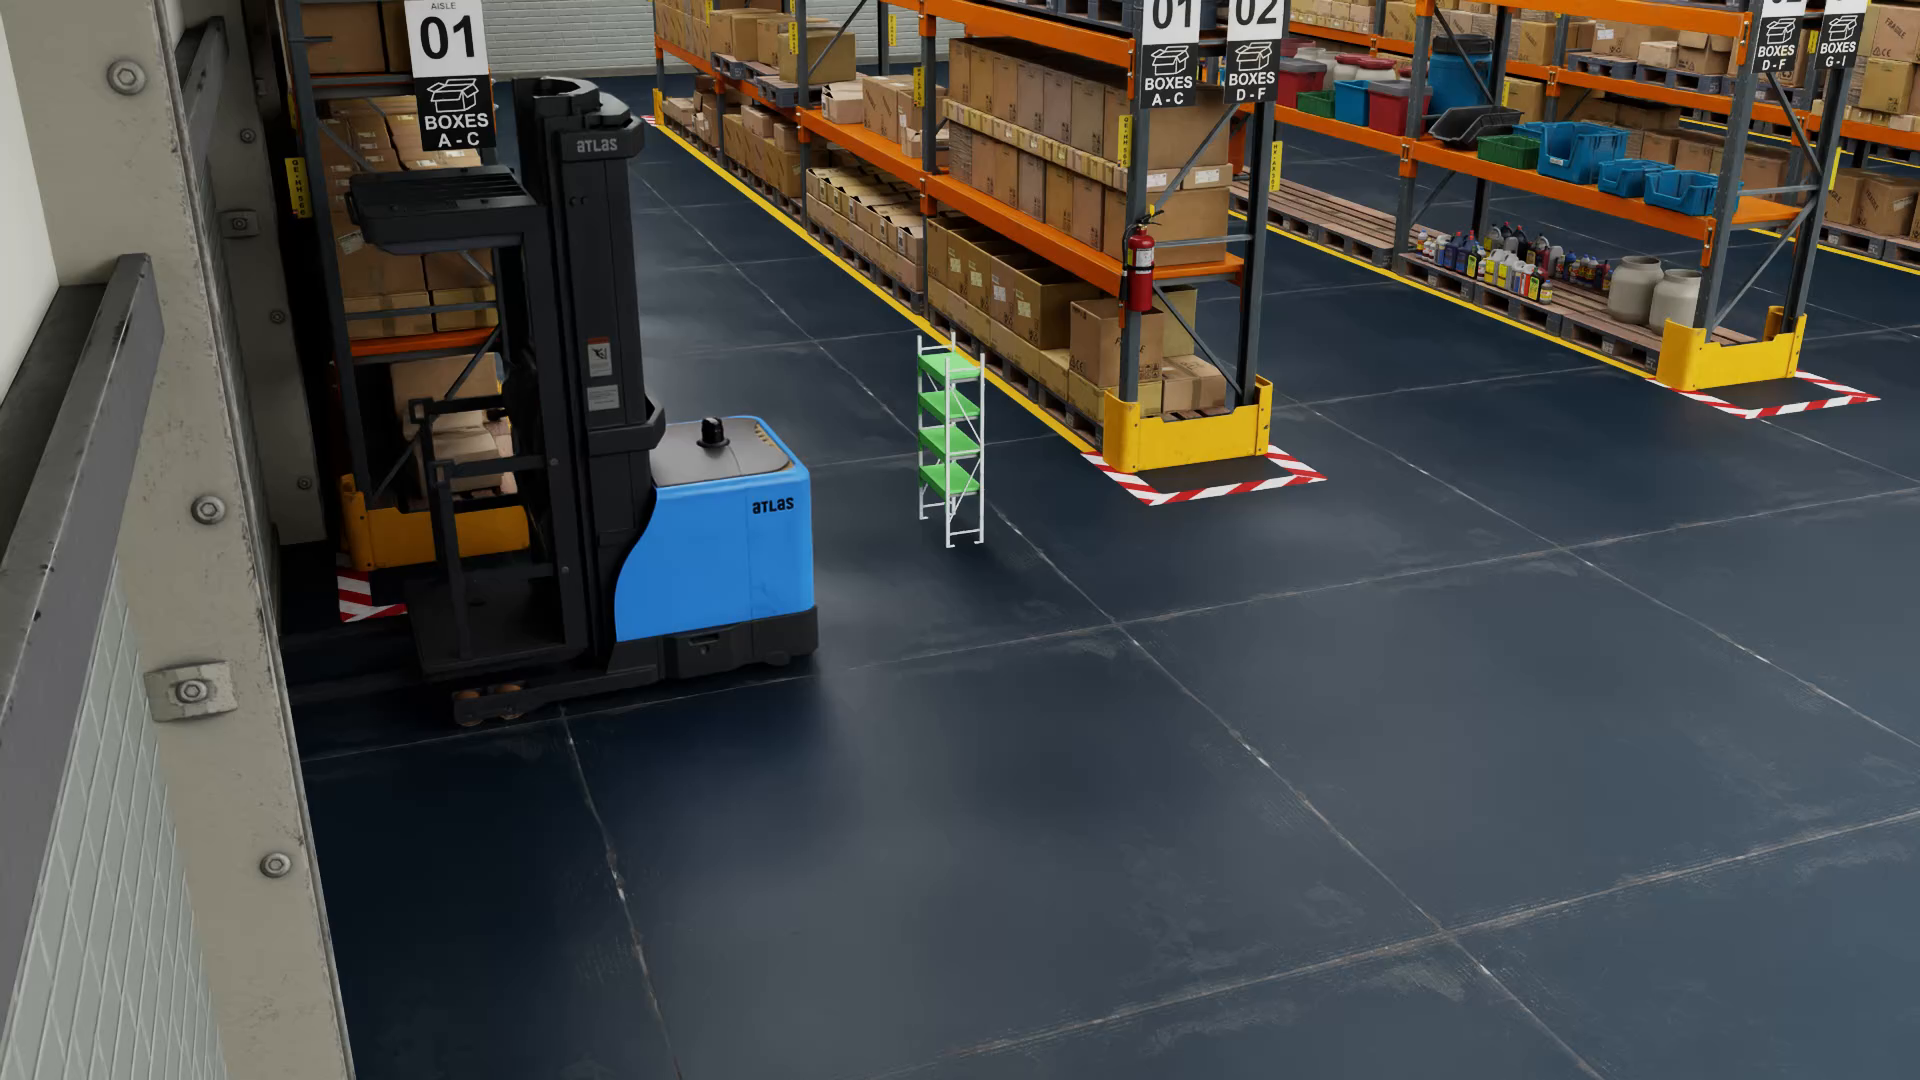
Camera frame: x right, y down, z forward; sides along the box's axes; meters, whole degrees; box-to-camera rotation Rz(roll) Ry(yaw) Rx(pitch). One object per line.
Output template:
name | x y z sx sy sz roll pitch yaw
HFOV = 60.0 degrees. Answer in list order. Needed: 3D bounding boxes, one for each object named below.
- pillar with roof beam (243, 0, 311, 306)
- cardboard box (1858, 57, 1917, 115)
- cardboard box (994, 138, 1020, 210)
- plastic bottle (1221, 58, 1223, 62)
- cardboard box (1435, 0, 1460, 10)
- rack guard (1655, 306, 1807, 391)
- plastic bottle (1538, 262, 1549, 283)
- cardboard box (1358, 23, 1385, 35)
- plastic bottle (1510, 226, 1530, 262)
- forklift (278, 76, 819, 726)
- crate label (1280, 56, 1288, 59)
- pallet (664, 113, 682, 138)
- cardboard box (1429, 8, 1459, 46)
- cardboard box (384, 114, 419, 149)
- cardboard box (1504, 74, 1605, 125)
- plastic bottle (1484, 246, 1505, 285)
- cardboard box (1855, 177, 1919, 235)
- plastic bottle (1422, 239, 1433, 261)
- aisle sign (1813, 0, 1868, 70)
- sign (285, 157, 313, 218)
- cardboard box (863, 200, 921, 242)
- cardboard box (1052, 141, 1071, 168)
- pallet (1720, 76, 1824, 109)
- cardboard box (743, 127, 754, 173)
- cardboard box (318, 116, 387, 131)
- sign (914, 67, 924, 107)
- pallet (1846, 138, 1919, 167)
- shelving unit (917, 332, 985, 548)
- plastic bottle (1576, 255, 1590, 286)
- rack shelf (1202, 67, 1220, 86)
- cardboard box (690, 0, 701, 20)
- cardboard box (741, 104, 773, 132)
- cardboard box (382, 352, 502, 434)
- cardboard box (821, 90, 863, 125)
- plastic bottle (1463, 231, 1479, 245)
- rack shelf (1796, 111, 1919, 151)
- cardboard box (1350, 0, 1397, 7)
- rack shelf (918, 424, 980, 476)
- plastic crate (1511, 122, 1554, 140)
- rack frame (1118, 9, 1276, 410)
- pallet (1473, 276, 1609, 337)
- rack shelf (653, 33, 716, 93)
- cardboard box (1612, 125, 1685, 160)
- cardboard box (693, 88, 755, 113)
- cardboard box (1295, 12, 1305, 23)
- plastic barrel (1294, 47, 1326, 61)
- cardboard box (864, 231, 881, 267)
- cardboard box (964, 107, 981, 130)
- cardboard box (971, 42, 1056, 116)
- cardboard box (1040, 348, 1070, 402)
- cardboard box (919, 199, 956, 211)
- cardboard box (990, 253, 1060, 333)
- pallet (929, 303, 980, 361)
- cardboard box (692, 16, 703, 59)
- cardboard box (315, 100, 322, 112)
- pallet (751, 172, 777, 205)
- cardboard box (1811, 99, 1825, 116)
pillar with roof beam | -2.209 -6.972 15.206 9.100 9.000 0.400 -8 24 -19
cardboard box | 9.673 -4.618 16.833 0.875 0.500 0.500 -8 24 -19
cardboard box | 0.688 -2.948 13.253 0.700 0.500 0.500 -8 24 -18
plastic bottle | 3.305 -5.940 20.736 0.097 0.201 0.097 0 23 0
cardboard box | 7.067 -7.727 23.300 0.797 0.503 0.637 -8 24 -18
rack guard | 6.137 -1.530 13.236 1.175 0.500 0.348 -8 24 -19
plastic bottle | 5.185 -2.329 14.844 0.061 0.283 0.133 -8 24 -19
cardboard box | 6.188 -7.650 24.862 0.380 0.149 0.250 -8 24 -19
plastic bottle | 5.360 -2.832 15.951 0.144 0.351 0.185 -10 25 -22
forklift | -2.313 -0.676 8.080 3.031 2.935 1.130 -9 24 -20
crate label | 3.480 -5.185 18.645 0.502 0.435 0.616 -8 24 -19
pallet | -3.771 -6.193 24.673 1.003 0.211 1.213 -8 24 -19
cardboard box | 6.886 -7.180 23.295 0.500 0.500 0.500 -9 24 -20
cardboard box | -4.017 -2.911 12.496 0.500 0.500 0.500 -8 24 -19
cardboard box | 7.791 -5.715 22.142 1.225 0.875 0.875 -10 25 -21
plastic bottle | 4.908 -2.523 15.217 0.144 0.351 0.185 -9 24 -19
cardboard box | 9.742 -3.477 17.316 0.500 0.500 0.500 -1 23 -2
plastic bottle | 4.533 -2.814 16.101 0.097 0.201 0.097 0 23 0
aisle sign | 6.507 -3.872 12.228 0.394 0.787 0.004 -8 24 -19
sign | -3.587 -1.911 9.025 0.100 0.325 0.005 -8 24 -19
cardboard box | -0.616 -3.098 16.016 0.500 0.311 0.500 -8 24 -19
cardboard box | 0.895 -2.815 12.102 0.380 0.149 0.250 -8 24 -17
pallet | 9.294 -5.003 18.504 1.003 0.211 1.213 -8 24 -19
cardboard box | -2.356 -4.809 20.450 0.500 0.500 0.500 -8 24 -18
cardboard box | -4.503 -2.841 12.330 0.500 0.500 0.500 -9 24 -20
sign | -0.345 -3.855 14.145 0.100 0.325 0.005 -8 24 -19
pallet | 12.899 -5.309 22.574 1.003 0.211 1.213 -8 24 -19
shelving unit | -0.058 -0.613 10.160 0.258 1.200 0.503 -8 24 -19
plastic bottle | 5.702 -2.468 15.191 0.097 0.271 0.097 0 23 0
rack shelf | 2.675 -5.962 21.461 1.077 0.370 4.000 -8 24 -19
cardboard box | -3.271 -7.183 22.015 0.500 0.500 0.500 -9 24 -20
cardboard box | -2.371 -5.166 20.332 0.500 0.250 0.500 -8 24 -19
cardboard box | -3.635 -1.096 11.641 0.700 0.500 0.500 -10 25 -22
cardboard box | -1.119 -4.496 17.171 0.500 0.311 0.500 -9 24 -20
plastic bottle | 4.826 -2.765 15.793 0.144 0.351 0.185 -8 24 -19
rack shelf | 10.135 -3.735 16.176 1.077 0.370 4.000 -8 24 -19
cardboard box | 6.190 -8.244 24.792 0.500 0.500 0.500 -8 24 -17
rack shelf | -0.058 -0.554 10.184 0.258 0.148 0.480 -8 24 -19
plastic crate | 5.440 -3.680 15.312 0.499 0.251 0.616 -8 24 -19
rack frame | 1.572 -1.982 11.091 1.000 3.000 0.127 -8 24 -19
pallet | 5.428 -2.135 15.044 1.003 0.211 1.213 -8 24 -19
rack shelf | -3.373 -6.738 23.300 1.077 0.370 4.000 -8 24 -19
cardboard box | 8.478 -4.857 20.564 0.700 0.500 0.500 -10 25 -23
cardboard box | -3.335 -6.077 23.453 0.797 0.503 0.637 -8 24 -19
cardboard box | 5.550 -8.305 26.415 0.380 0.149 0.250 -9 24 -20
plastic barrel | 3.945 -5.274 18.758 0.421 0.512 0.421 0 23 0
cardboard box | -0.617 -2.843 16.132 0.500 0.250 0.500 -8 24 -18
cardboard box | 0.255 -3.472 13.661 0.380 0.149 0.250 -9 24 -20
cardboard box | 0.502 -3.736 13.452 0.700 0.500 0.500 -8 24 -19
cardboard box | 0.919 -1.243 12.337 0.500 0.250 0.500 -8 24 -19
cardboard box | -0.110 -3.175 16.199 0.500 0.311 0.500 -9 25 -21
cardboard box | 0.562 -1.951 13.052 0.500 0.500 0.500 -8 24 -19
pallet | 0.401 -1.856 14.381 1.003 0.211 1.213 -8 24 -19
cardboard box | -3.267 -6.722 22.208 0.500 0.500 0.500 -8 24 -17
cardboard box | -6.300 -4.536 16.612 0.500 0.500 0.500 -8 24 -19
pallet | -1.909 -4.323 20.235 1.003 0.211 1.213 -8 24 -19
cardboard box | 9.223 -4.558 17.526 0.380 0.149 0.250 -8 24 -19
